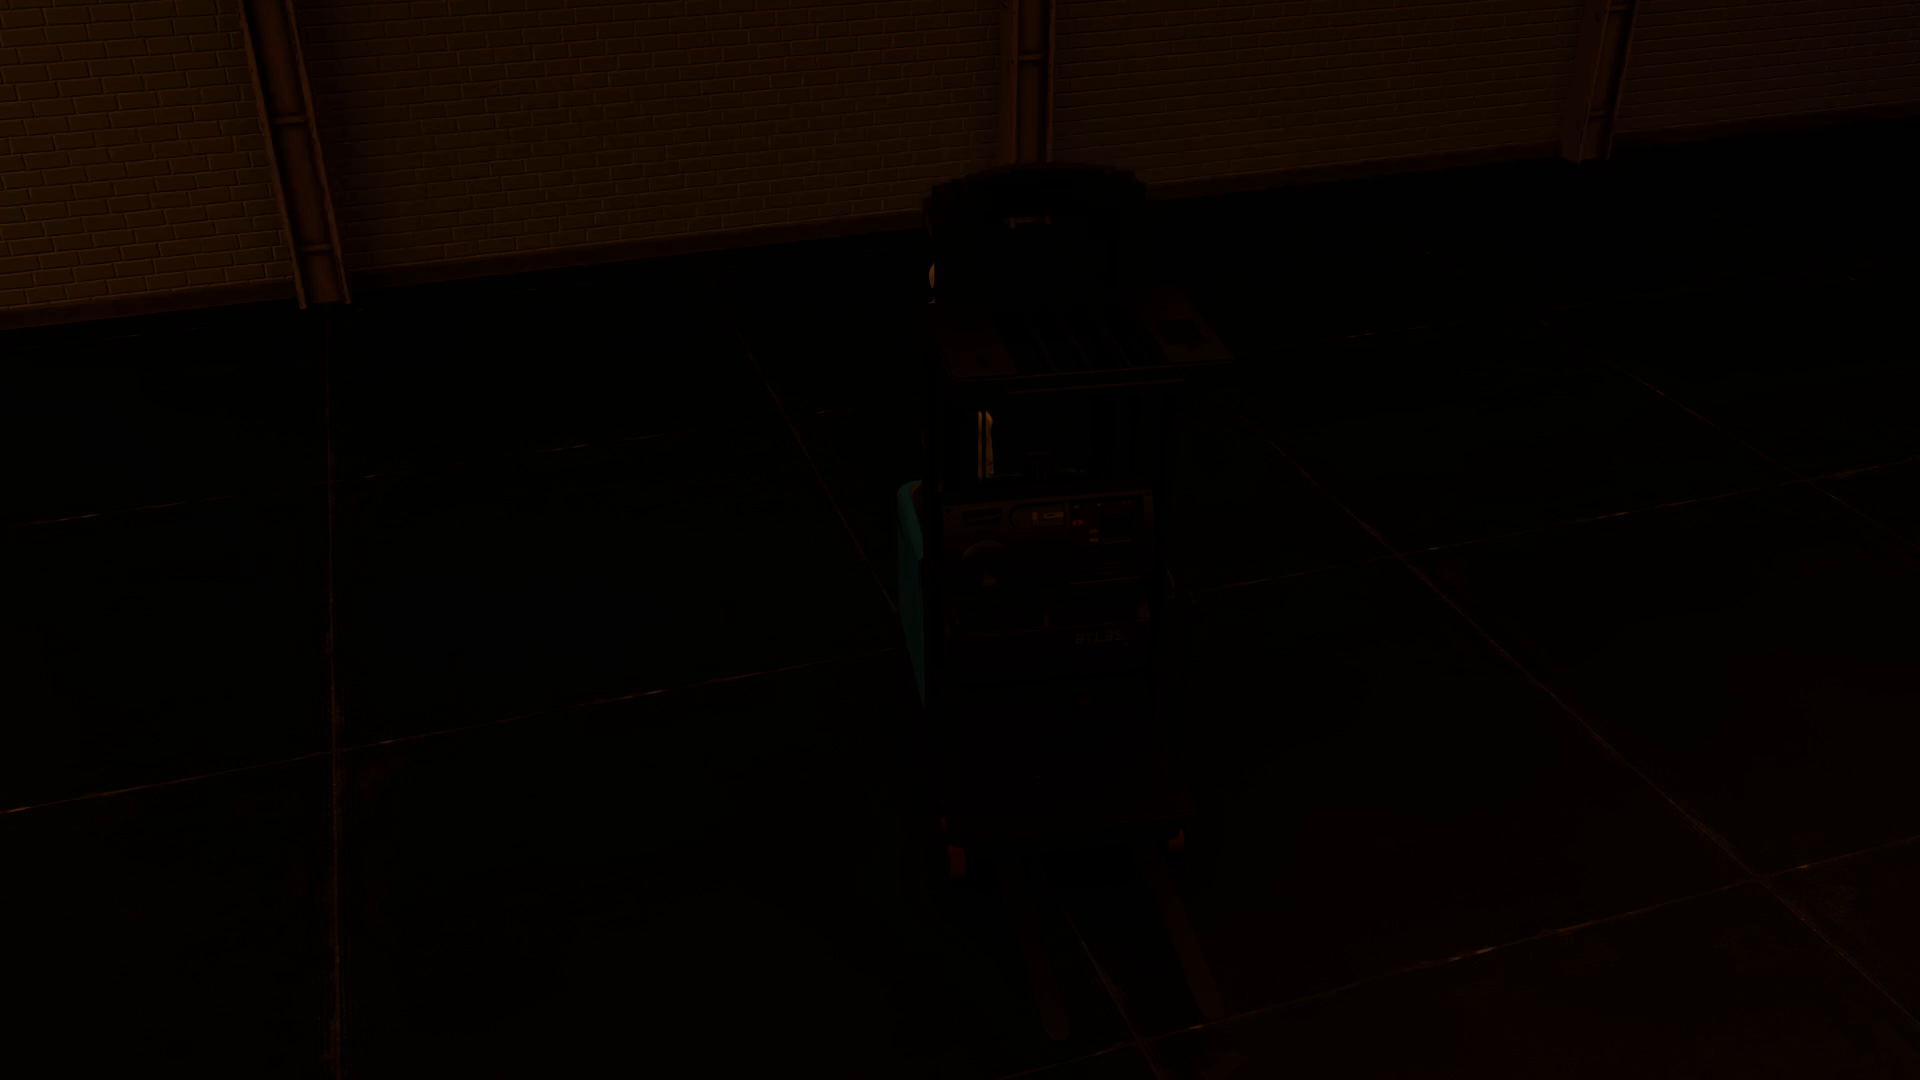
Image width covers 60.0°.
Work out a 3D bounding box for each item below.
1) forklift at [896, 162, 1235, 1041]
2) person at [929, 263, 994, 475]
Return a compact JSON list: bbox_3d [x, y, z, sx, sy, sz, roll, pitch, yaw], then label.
[{"bbox_3d":[0.423,0.043,7.011,1.130,2.935,3.031,-5,30,-8],"label":"forklift"},{"bbox_3d":[0.080,-0.789,9.590,0.562,1.789,0.638,-10,31,-16],"label":"person"}]
